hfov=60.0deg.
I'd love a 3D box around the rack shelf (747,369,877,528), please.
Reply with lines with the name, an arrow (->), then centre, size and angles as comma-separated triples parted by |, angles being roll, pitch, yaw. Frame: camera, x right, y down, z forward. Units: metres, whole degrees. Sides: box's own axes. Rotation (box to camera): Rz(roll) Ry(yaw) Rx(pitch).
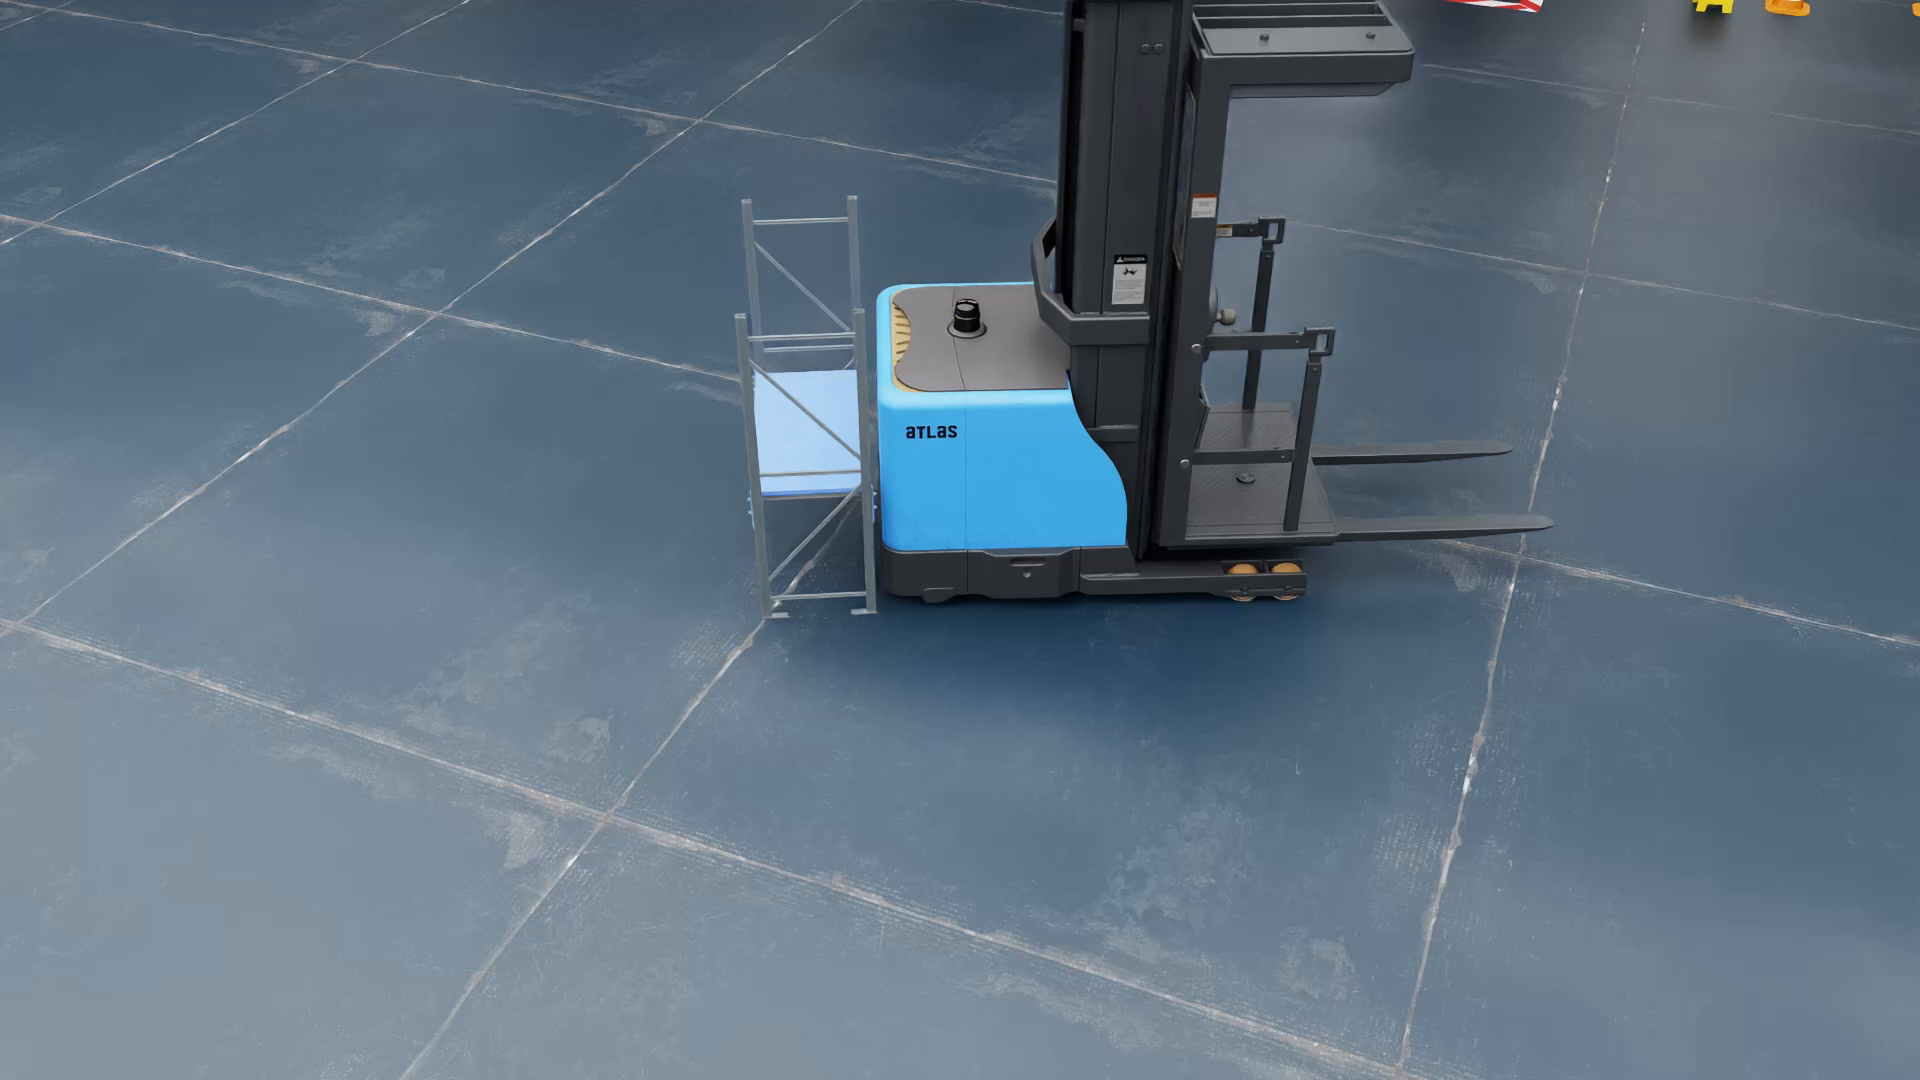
rack shelf -> -0.658, -0.433, 7.376 | 0.538, 0.185, 1.000 | -3, 37, -4

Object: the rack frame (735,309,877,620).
rack frame -> -0.617, -0.273, 6.863 | 0.500, 1.500, 0.032 | -3, 37, -4

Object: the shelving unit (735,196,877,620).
shelving unit -> -0.658, -0.577, 7.269 | 0.538, 1.500, 1.048 | -3, 37, -4

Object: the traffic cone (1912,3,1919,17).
traffic cone -> 7.893, -4.454, 13.322 | 0.336, 0.463, 0.334 | 14, 39, 18

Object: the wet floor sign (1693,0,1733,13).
wet floor sign -> 6.127, -4.599, 13.364 | 0.267, 0.644, 0.232 | 7, 37, 10

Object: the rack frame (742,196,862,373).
rack frame -> -0.698, -0.880, 7.675 | 0.500, 1.500, 0.032 | -3, 37, -4

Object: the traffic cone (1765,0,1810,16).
traffic cone -> 6.737, -4.518, 13.408 | 0.336, 0.463, 0.334 | 14, 39, 18

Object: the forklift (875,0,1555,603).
forklift -> 1.145, -1.219, 6.933 | 3.031, 2.935, 1.130 | -2, 37, -2
